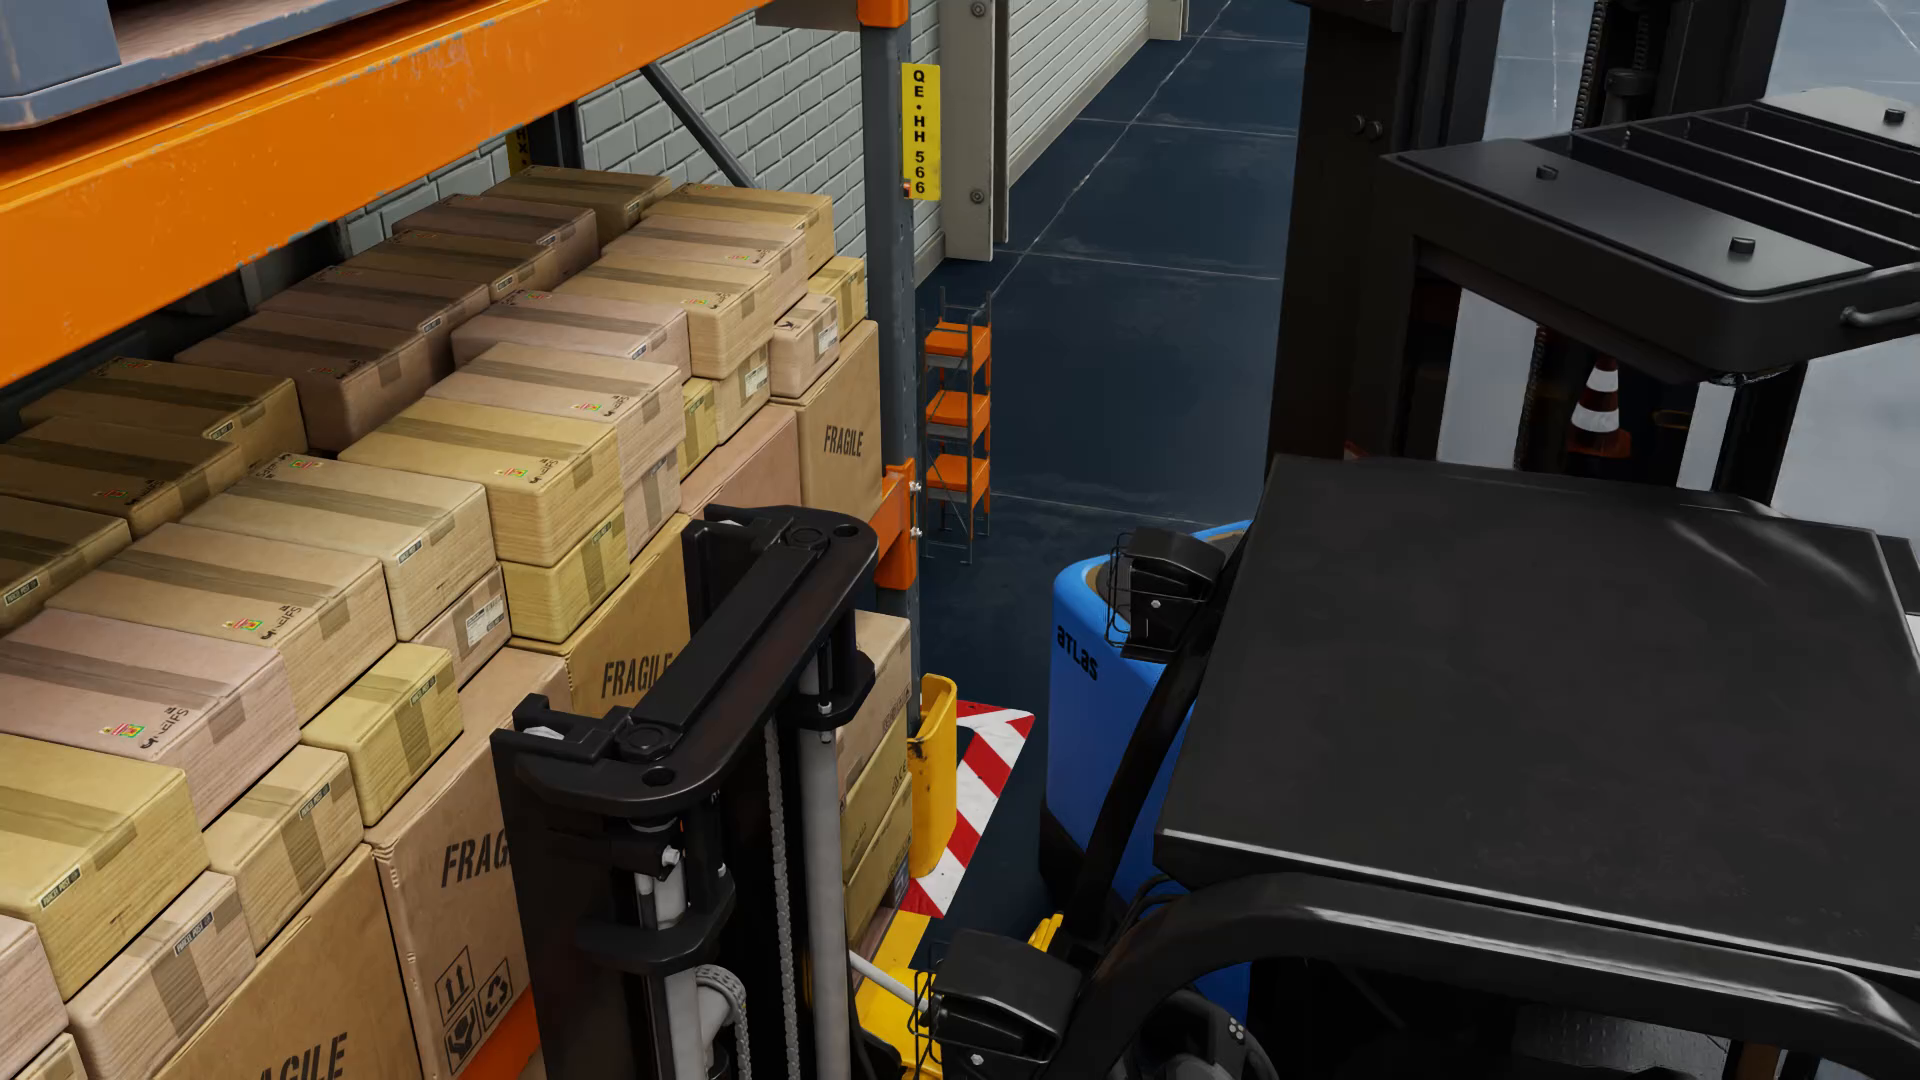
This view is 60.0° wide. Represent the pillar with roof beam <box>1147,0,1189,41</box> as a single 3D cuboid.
[{"bbox_3d":[5.961,-7.838,11.583,9.100,9.000,0.400,8,30,15],"label":"pillar with roof beam"}]

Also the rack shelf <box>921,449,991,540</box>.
[{"bbox_3d":[-0.016,-0.182,6.590,0.215,0.259,0.240,8,30,15],"label":"rack shelf"}]

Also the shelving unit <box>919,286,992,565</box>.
[{"bbox_3d":[-0.016,-0.434,6.450,0.215,1.050,0.252,8,30,15],"label":"shelving unit"}]

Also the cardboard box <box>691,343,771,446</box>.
[{"bbox_3d":[-0.625,-0.340,3.505,0.380,0.149,0.250,9,30,16],"label":"cardboard box"}]

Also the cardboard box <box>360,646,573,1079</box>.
[{"bbox_3d":[-0.952,0.487,2.686,0.500,0.500,0.500,9,30,15],"label":"cardboard box"}]

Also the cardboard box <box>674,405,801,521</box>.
[{"bbox_3d":[-0.665,0.013,3.537,0.500,0.500,0.500,9,30,16],"label":"cardboard box"}]

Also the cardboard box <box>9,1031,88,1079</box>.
[{"bbox_3d":[-1.172,0.623,1.775,0.380,0.149,0.250,9,30,16],"label":"cardboard box"}]

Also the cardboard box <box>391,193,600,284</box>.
[{"bbox_3d":[-1.051,-0.666,3.785,0.380,0.149,0.250,10,30,17],"label":"cardboard box"}]

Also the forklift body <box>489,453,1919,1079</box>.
[{"bbox_3d":[0.577,1.064,2.625,2.313,2.155,1.214,8,30,15],"label":"forklift body"}]

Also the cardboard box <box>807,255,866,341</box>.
[{"bbox_3d":[-0.444,-0.575,3.928,0.380,0.149,0.250,9,30,16],"label":"cardboard box"}]

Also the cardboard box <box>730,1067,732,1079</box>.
[{"bbox_3d":[-0.743,1.096,3.576,0.500,0.250,0.500,8,30,14],"label":"cardboard box"}]

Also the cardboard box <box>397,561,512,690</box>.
[{"bbox_3d":[-0.957,0.128,2.664,0.380,0.149,0.250,8,30,15],"label":"cardboard box"}]

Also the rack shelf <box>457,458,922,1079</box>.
[{"bbox_3d":[-1.197,0.795,2.975,1.077,0.370,4.000,8,30,15],"label":"rack shelf"}]

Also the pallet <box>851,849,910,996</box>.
[{"bbox_3d":[-0.795,1.131,4.499,1.003,0.211,1.213,8,30,15],"label":"pallet"}]

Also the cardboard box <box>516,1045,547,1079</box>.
[{"bbox_3d":[-0.886,1.099,3.056,0.500,0.250,0.500,8,30,14],"label":"cardboard box"}]

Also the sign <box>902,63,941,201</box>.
[{"bbox_3d":[-0.096,-0.974,3.981,0.100,0.325,0.005,8,30,15],"label":"sign"}]

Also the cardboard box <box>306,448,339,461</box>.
[{"bbox_3d":[-1.327,-0.193,3.242,0.380,0.149,0.250,9,30,15],"label":"cardboard box"}]

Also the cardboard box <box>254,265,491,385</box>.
[{"bbox_3d":[-1.173,-0.426,3.354,0.380,0.149,0.250,9,30,15],"label":"cardboard box"}]

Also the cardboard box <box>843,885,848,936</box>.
[{"bbox_3d":[-0.601,1.062,4.151,0.500,0.250,0.500,8,30,15],"label":"cardboard box"}]

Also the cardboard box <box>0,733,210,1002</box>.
[{"bbox_3d":[-1.126,0.364,1.935,0.380,0.149,0.250,8,30,14],"label":"cardboard box"}]

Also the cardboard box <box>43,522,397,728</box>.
[{"bbox_3d":[-1.049,0.119,2.375,0.380,0.149,0.250,9,30,15],"label":"cardboard box"}]

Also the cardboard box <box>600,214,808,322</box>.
[{"bbox_3d":[-0.557,-0.590,3.650,0.380,0.149,0.250,9,30,15],"label":"cardboard box"}]

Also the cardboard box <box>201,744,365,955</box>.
[{"bbox_3d":[-1.036,0.382,2.208,0.380,0.149,0.250,8,30,13],"label":"cardboard box"}]

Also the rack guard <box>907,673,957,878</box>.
[{"bbox_3d":[-0.603,0.632,5.099,1.175,0.500,0.348,8,30,15],"label":"rack guard"}]

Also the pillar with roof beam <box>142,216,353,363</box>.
[{"bbox_3d":[2.439,-2.261,1.558,9.100,9.000,0.400,8,30,15],"label":"pillar with roof beam"}]

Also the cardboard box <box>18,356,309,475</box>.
[{"bbox_3d":[-1.398,-0.192,2.933,0.380,0.149,0.250,8,30,14],"label":"cardboard box"}]

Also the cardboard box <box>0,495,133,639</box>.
[{"bbox_3d":[-1.469,0.058,2.485,0.380,0.149,0.250,9,30,16],"label":"cardboard box"}]

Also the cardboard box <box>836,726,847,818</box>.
[{"bbox_3d":[-0.591,0.629,3.902,0.500,0.250,0.500,9,30,16],"label":"cardboard box"}]

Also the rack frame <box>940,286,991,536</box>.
[{"bbox_3d":[0.020,-0.491,6.552,0.200,1.050,0.008,8,30,15],"label":"rack frame"}]

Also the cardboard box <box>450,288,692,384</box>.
[{"bbox_3d":[-0.752,-0.360,3.235,0.380,0.149,0.250,9,30,15],"label":"cardboard box"}]

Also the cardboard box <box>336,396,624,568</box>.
[{"bbox_3d":[-0.793,-0.102,2.772,0.380,0.149,0.250,9,30,16],"label":"cardboard box"}]

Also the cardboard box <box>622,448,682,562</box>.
[{"bbox_3d":[-0.742,-0.096,3.066,0.380,0.149,0.250,8,30,13],"label":"cardboard box"}]

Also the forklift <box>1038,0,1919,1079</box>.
[{"bbox_3d":[1.323,0.271,3.249,1.130,2.935,3.031,-13,32,-22],"label":"forklift"}]
